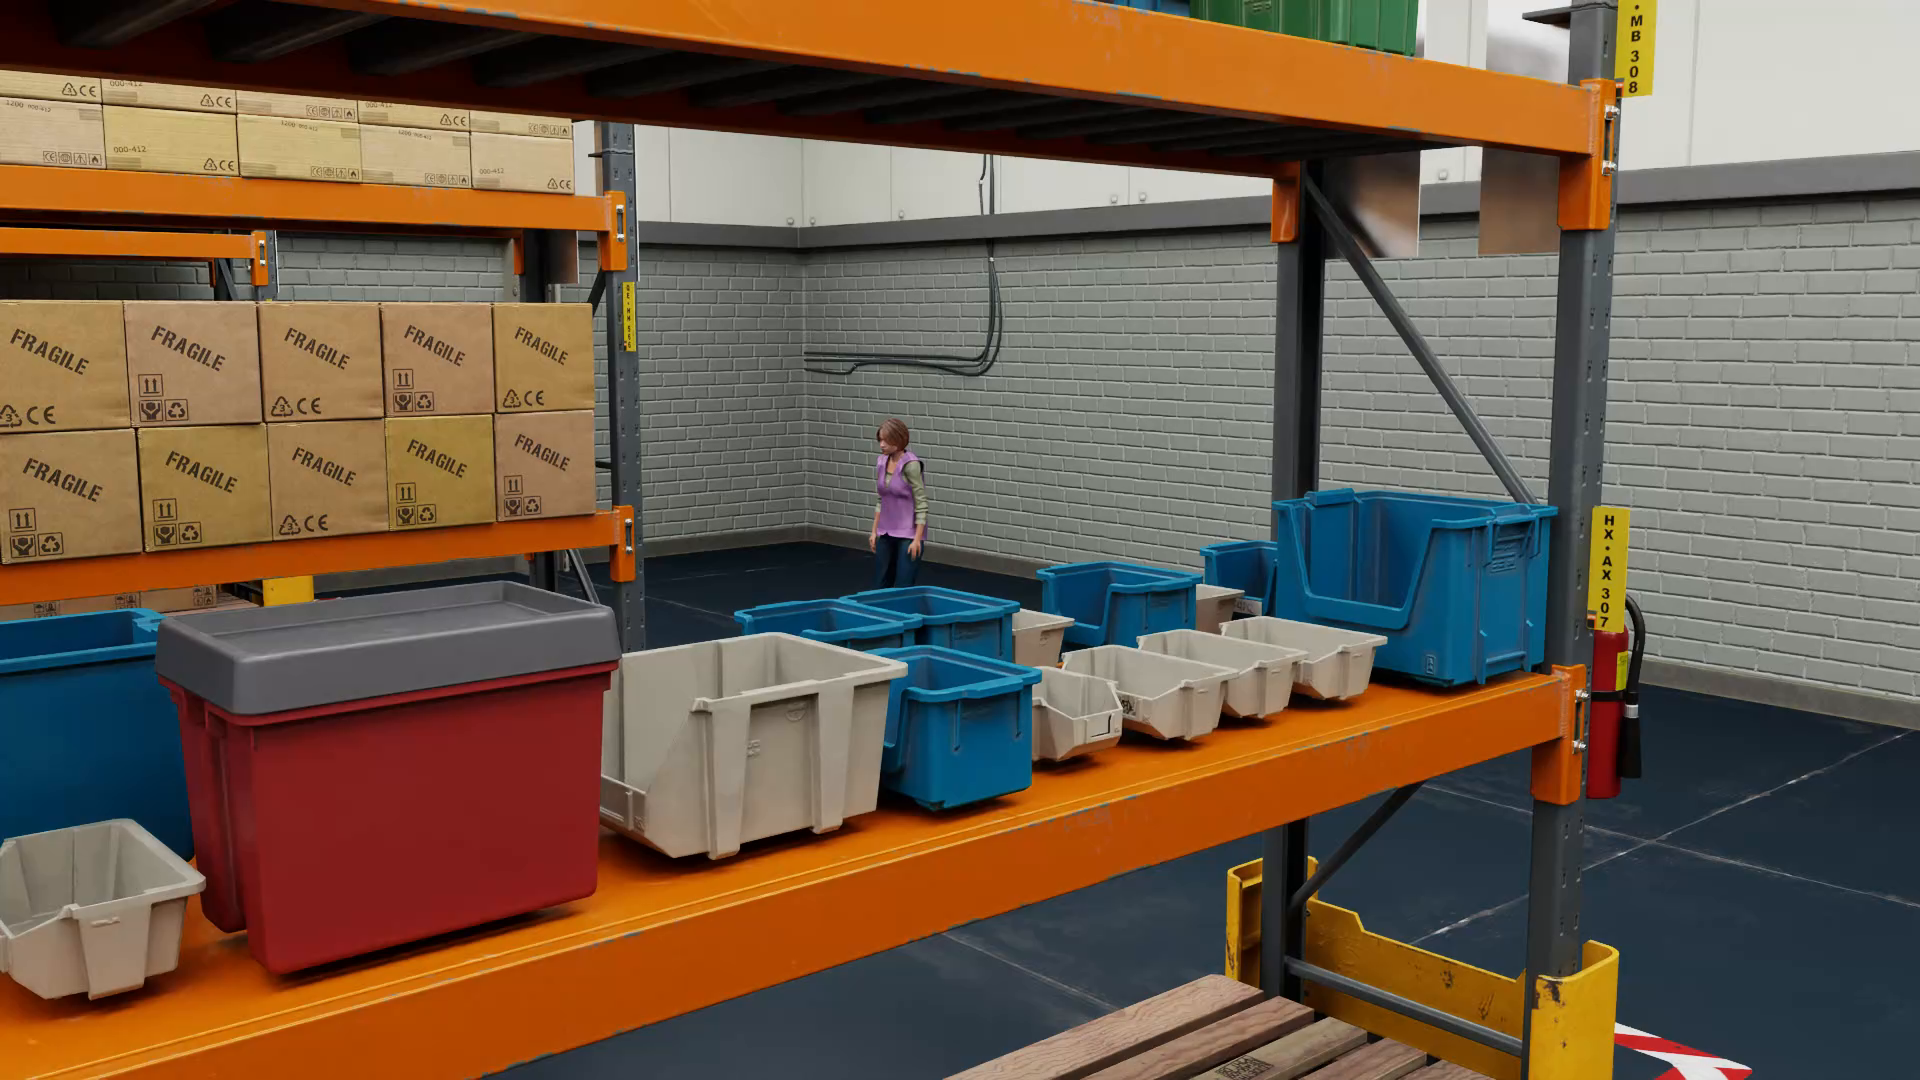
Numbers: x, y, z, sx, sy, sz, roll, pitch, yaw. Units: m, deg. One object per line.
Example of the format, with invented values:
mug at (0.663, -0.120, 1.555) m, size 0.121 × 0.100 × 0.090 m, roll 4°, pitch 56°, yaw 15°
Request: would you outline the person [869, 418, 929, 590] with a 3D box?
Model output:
person at (-0.401, 0.001, 10.825) m, size 0.349 × 1.593 × 0.467 m, roll -7°, pitch 11°, yaw -44°
